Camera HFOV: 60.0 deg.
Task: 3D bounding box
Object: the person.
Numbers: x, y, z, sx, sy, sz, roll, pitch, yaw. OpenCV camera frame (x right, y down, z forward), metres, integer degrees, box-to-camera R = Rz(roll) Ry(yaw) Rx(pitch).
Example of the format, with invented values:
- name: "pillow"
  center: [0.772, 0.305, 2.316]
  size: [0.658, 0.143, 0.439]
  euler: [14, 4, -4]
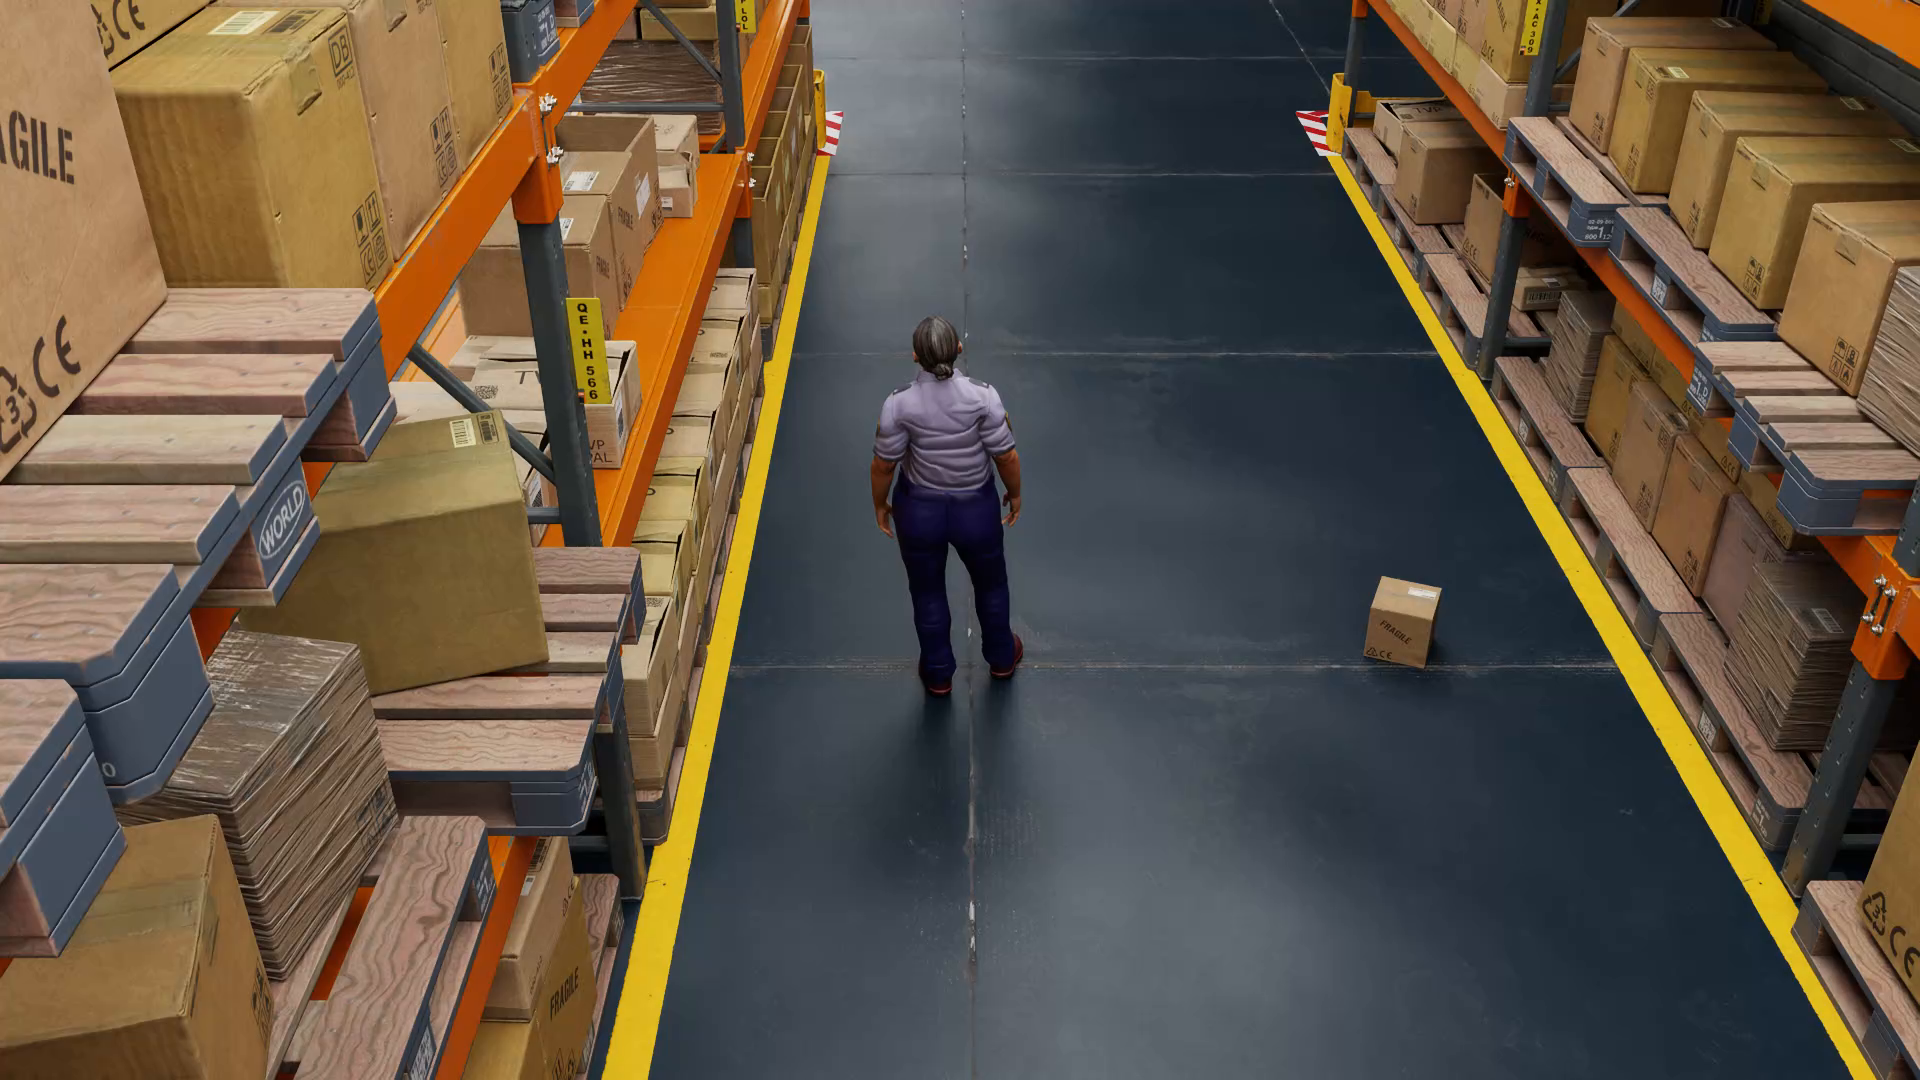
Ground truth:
- name: "person"
  center: [0.003, 0.114, 6.534]
  size: [0.525, 1.033, 0.500]
  euler: [0, 32, -1]
